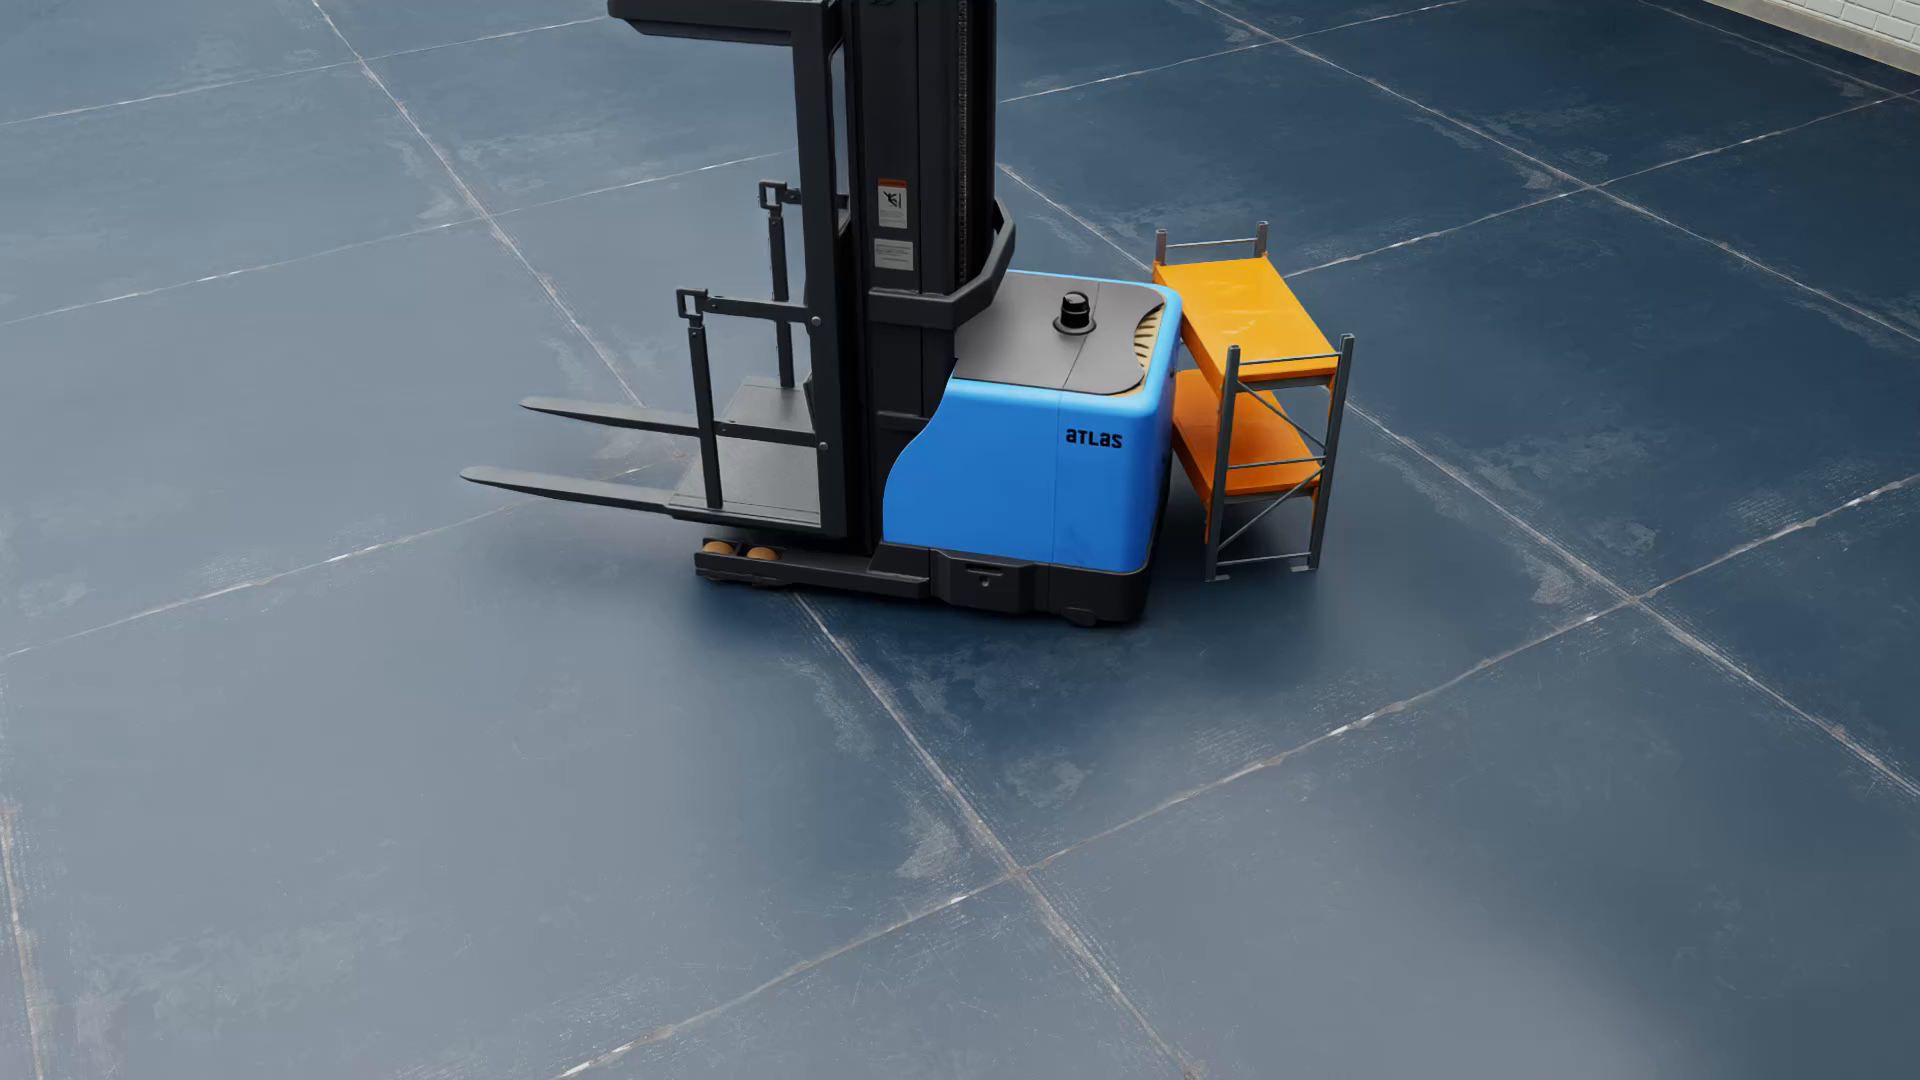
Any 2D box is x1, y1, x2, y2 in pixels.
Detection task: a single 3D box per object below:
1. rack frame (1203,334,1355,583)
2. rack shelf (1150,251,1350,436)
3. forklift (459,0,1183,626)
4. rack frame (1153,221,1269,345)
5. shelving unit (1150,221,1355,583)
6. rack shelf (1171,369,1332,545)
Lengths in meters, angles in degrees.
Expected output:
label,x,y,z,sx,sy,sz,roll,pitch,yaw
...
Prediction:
label,x,y,z,sx,sy,sz,roll,pitch,yaw
rack frame,1.275,-0.309,6.720,0.500,1.125,0.032,-6,37,-8
rack shelf,1.184,-0.841,6.951,0.538,0.278,1.000,-6,37,-8
forklift,-0.638,-1.281,6.519,3.031,2.935,1.130,8,37,10
rack frame,1.093,-0.899,7.528,0.500,1.125,0.032,-6,37,-8
shelving unit,1.184,-0.604,7.124,0.538,1.125,1.048,-6,37,-8
rack shelf,1.184,-0.407,7.268,0.538,0.278,1.000,-6,37,-8
